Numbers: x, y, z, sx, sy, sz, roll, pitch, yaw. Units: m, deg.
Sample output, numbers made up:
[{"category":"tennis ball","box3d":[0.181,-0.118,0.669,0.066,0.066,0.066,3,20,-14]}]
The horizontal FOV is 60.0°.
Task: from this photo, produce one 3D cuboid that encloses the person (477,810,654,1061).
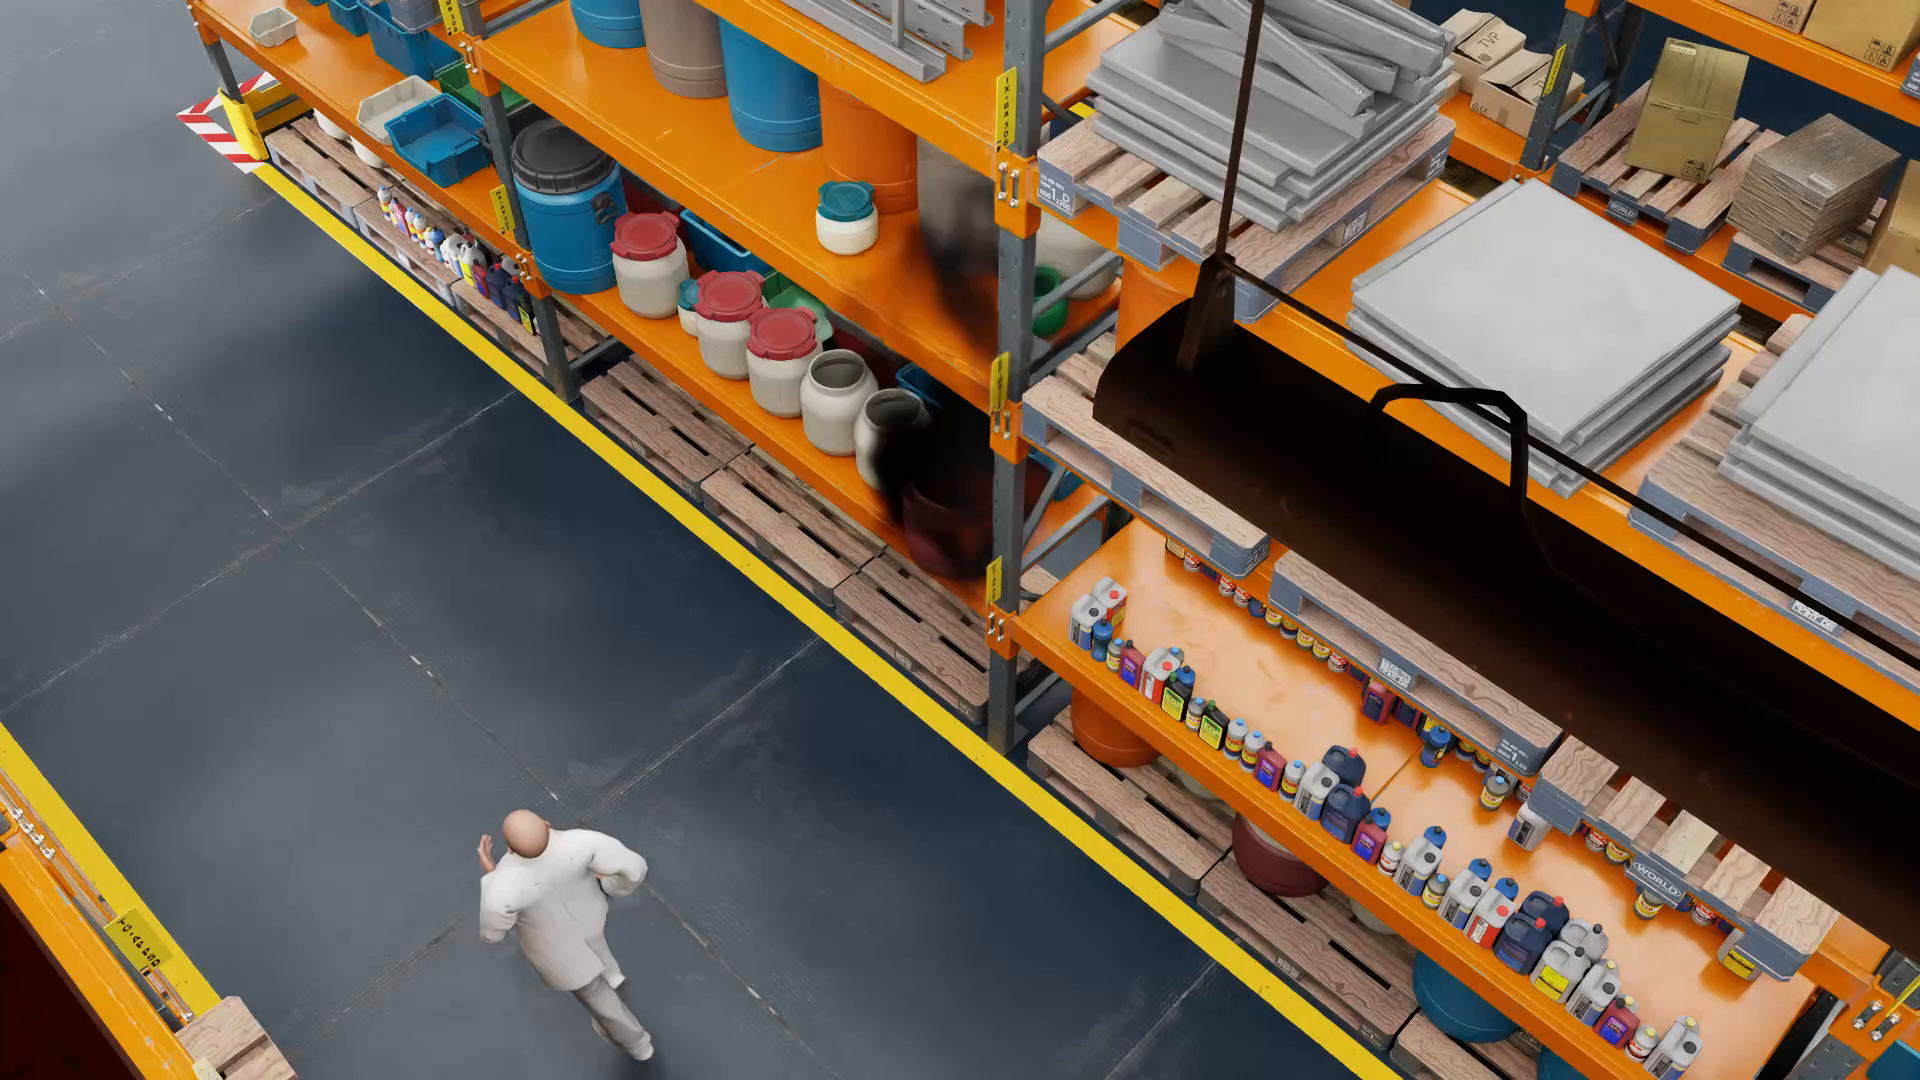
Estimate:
[{"category":"person","box3d":[-1.753,1.747,7.445,0.793,1.864,0.694,36,59,26]}]
